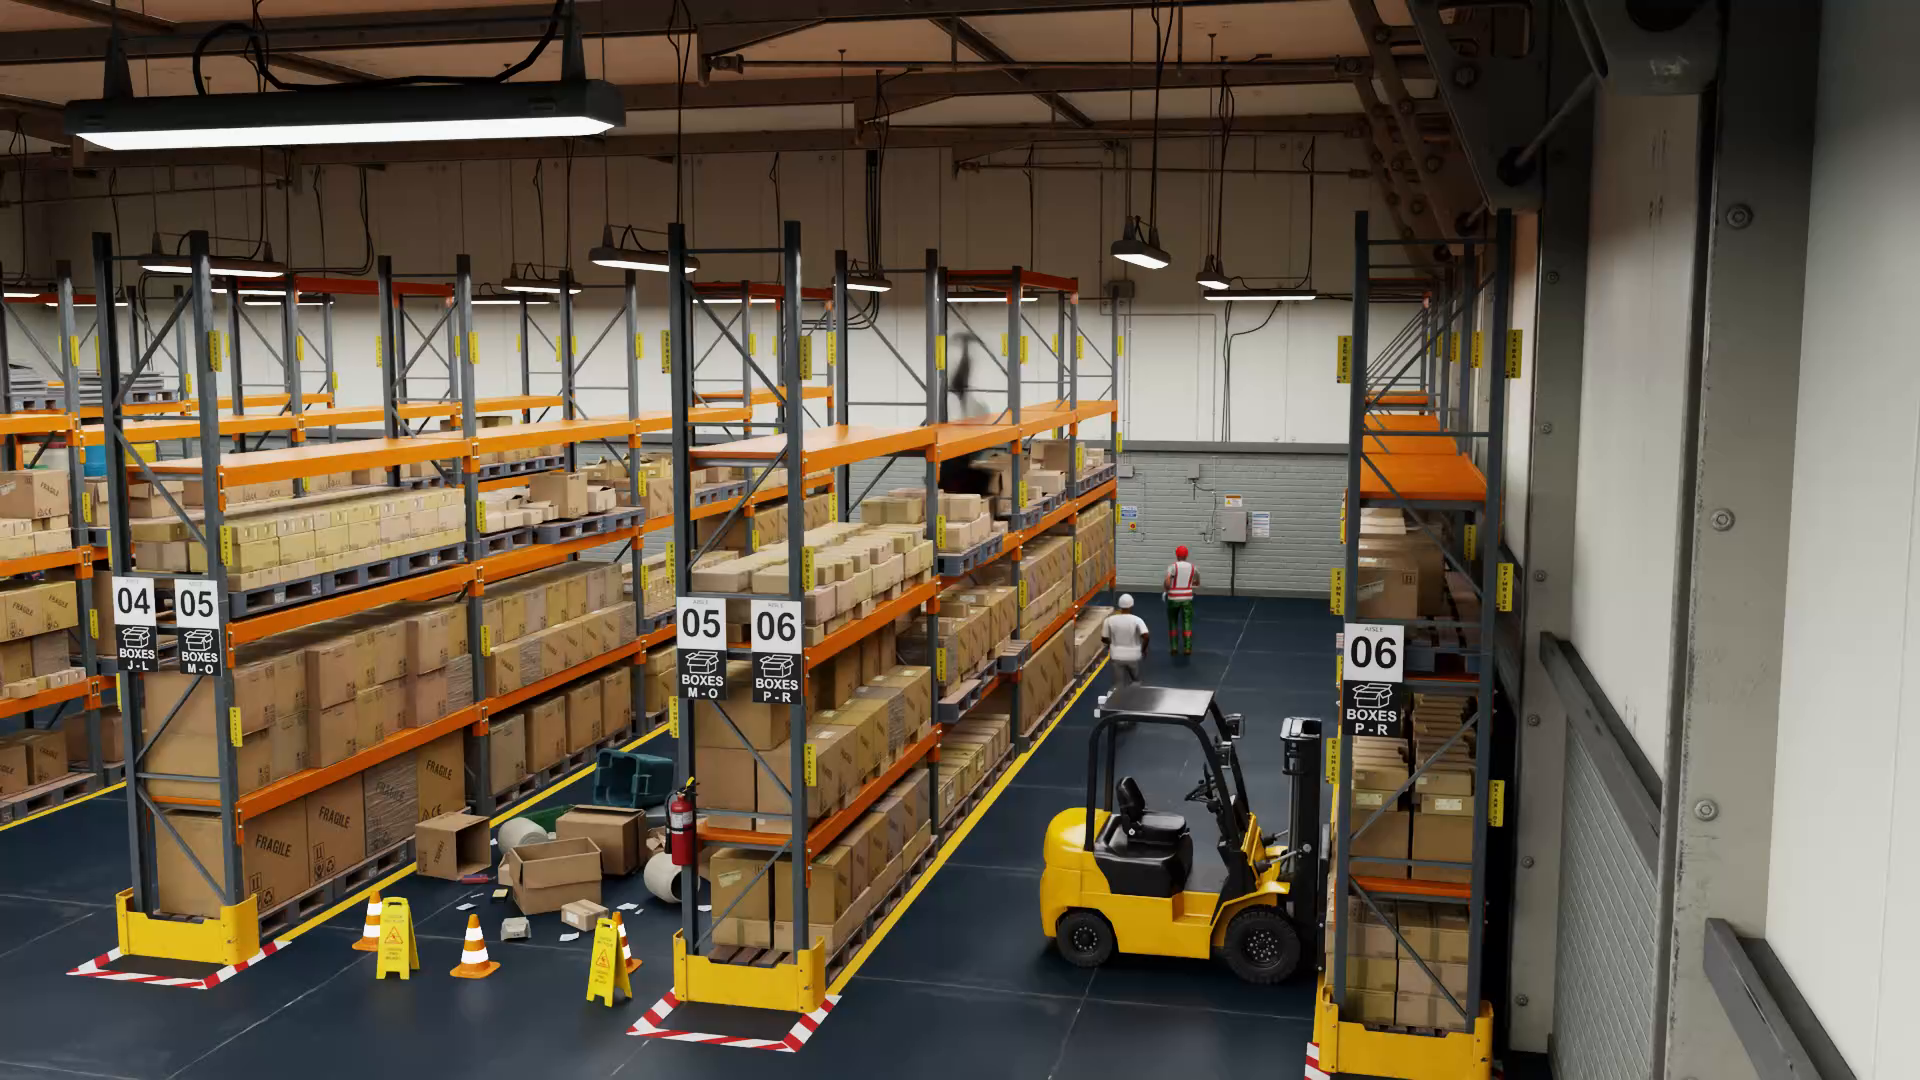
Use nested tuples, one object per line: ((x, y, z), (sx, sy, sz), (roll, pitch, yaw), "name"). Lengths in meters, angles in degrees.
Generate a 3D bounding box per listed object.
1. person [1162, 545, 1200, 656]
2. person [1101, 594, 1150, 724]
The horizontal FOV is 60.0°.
((3.556, 1.006, 26.774), (0.647, 1.840, 0.886), (0, 7, -2), "person")
((2.220, 1.603, 22.156), (0.675, 1.807, 0.692), (2, 7, 14), "person")
